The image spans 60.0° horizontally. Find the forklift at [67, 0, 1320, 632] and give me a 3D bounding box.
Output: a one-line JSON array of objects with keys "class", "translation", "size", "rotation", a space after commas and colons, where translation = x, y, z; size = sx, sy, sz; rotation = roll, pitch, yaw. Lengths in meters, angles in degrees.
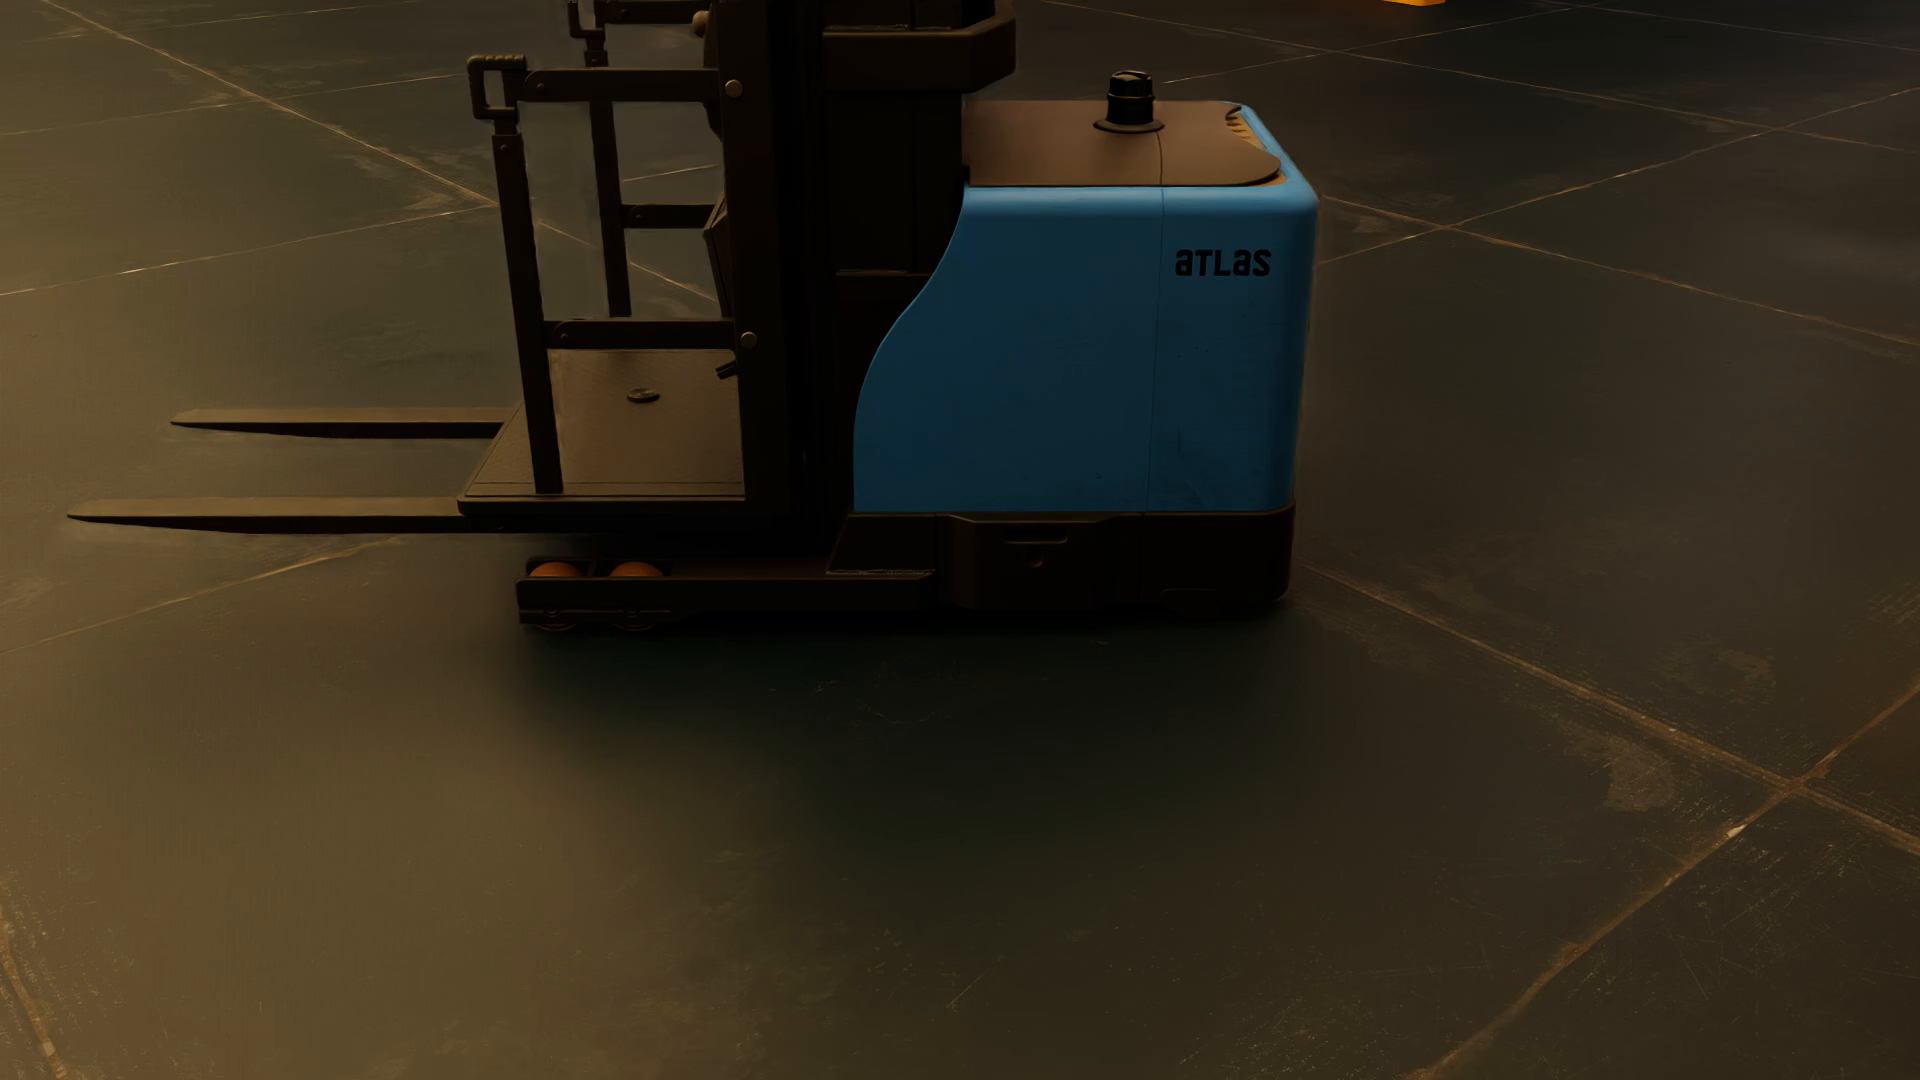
[{"class": "forklift", "translation": [-0.705, -1.326, 3.875], "size": [3.031, 2.935, 1.130], "rotation": [0, 26, 0]}]
